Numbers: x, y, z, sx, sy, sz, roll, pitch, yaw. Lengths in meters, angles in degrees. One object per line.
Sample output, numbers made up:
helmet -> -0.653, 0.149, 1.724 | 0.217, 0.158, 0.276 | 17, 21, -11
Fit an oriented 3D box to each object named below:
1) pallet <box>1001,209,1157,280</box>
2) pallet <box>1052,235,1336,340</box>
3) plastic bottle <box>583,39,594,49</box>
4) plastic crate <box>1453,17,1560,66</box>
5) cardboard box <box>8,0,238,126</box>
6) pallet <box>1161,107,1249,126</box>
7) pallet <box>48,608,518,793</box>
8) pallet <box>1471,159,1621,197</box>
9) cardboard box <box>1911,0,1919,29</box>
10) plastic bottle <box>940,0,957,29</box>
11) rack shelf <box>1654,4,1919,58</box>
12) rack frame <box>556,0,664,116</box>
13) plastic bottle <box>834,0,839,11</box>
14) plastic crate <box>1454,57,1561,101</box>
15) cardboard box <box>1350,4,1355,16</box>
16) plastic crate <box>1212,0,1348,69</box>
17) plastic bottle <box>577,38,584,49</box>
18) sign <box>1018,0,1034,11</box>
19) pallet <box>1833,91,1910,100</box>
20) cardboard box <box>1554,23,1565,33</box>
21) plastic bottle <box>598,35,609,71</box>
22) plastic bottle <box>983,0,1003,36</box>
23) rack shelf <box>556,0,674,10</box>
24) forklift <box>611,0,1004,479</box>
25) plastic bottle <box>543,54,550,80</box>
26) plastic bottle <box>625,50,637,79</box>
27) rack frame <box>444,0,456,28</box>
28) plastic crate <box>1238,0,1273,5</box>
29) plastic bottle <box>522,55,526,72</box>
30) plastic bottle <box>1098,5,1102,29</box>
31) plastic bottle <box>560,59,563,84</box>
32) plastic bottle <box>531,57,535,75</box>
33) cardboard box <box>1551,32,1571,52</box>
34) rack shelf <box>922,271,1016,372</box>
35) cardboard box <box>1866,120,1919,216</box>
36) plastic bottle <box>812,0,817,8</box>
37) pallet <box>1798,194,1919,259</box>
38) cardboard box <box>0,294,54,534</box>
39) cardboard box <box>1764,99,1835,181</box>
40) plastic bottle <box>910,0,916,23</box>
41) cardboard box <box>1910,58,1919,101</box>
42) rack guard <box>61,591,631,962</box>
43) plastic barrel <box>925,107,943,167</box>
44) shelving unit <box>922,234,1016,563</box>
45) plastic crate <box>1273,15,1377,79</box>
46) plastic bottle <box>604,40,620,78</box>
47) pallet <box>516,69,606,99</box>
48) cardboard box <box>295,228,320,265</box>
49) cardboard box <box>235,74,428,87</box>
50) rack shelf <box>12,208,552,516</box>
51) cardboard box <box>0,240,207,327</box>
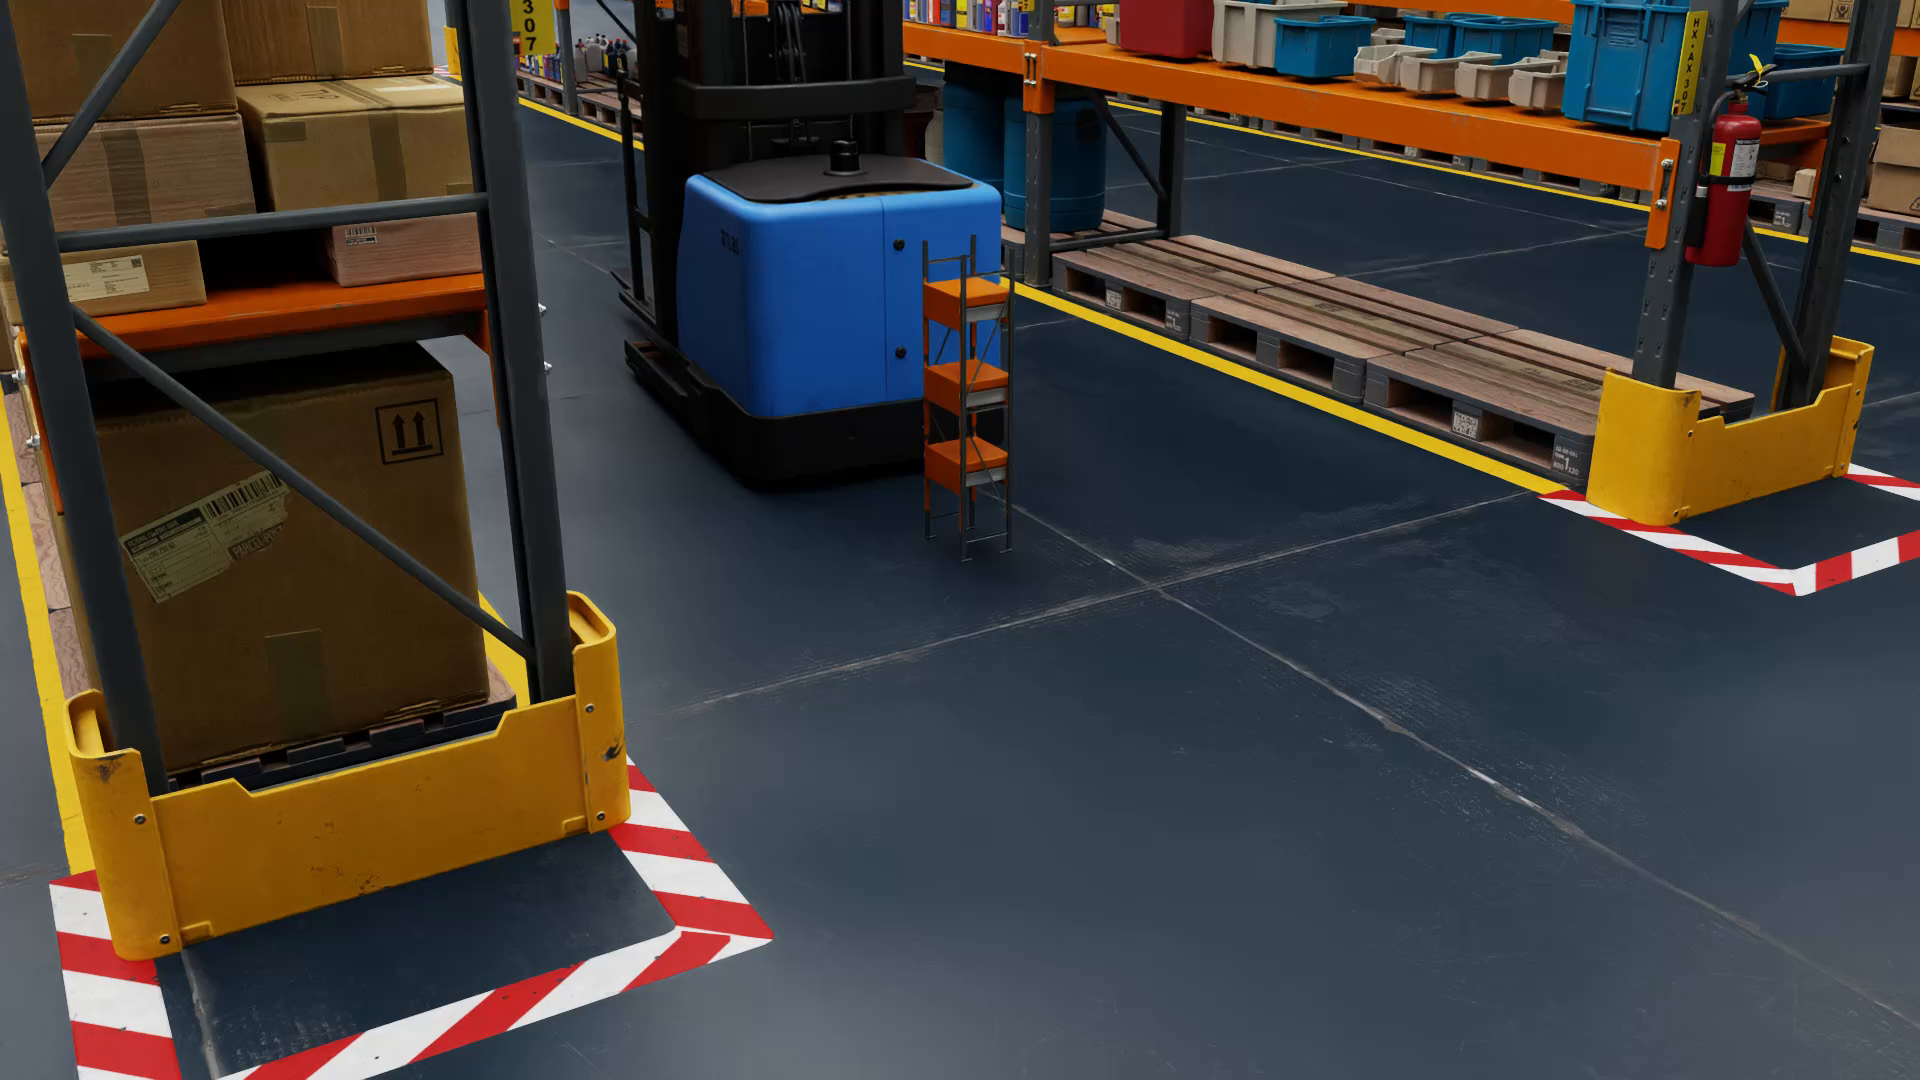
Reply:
pallet -> 0.461, -1.862, 10.112 | 1.003, 0.211, 1.213 | -13, 25, -28
pallet -> 1.228, -1.374, 8.911 | 1.003, 0.211, 1.213 | -13, 25, -28
plastic bottle -> -3.890, -5.126, 17.471 | 0.152, 0.276, 0.135 | -12, 25, -28
plastic crate -> 2.347, -2.121, 7.189 | 0.416, 0.233, 0.300 | -13, 25, -28
cardboard box -> -1.870, -1.171, 3.518 | 0.500, 0.500, 0.500 | -12, 25, -28
pallet -> 2.649, -4.125, 15.679 | 1.003, 0.211, 1.213 | -13, 25, -28
pallet -> -1.871, 0.399, 4.548 | 1.003, 0.211, 1.213 | -13, 25, -28
pallet -> 4.632, -2.812, 12.449 | 1.003, 0.211, 1.213 | -13, 25, -28
cardboard box -> 5.885, -3.185, 9.530 | 0.500, 0.500, 0.500 | -13, 25, -29
plastic bottle -> -0.026, -3.168, 9.687 | 0.144, 0.351, 0.185 | -13, 25, -28
rack shelf -> 6.101, -2.867, 9.837 | 1.077, 0.370, 4.000 | -13, 25, -28
rack frame -> -3.267, -5.486, 15.324 | 1.000, 3.000, 0.127 | -13, 25, -28
plastic bottle -> -0.773, -3.587, 10.824 | 0.097, 0.271, 0.097 | 0, 22, 0
plastic crate -> 2.155, -1.833, 6.607 | 0.396, 0.136, 0.243 | -13, 25, -28
cardboard box -> 4.685, -6.765, 21.208 | 0.500, 0.500, 0.500 | -15, 26, -32
plastic crate -> 1.441, -2.339, 7.661 | 0.437, 0.282, 0.530 | -13, 25, -28
plastic bottle -> -3.981, -5.108, 17.419 | 0.061, 0.283, 0.133 | -13, 25, -28
sign -> 0.346, -2.919, 8.642 | 0.100, 0.325, 0.005 | -13, 25, -28
pallet -> 8.250, -4.141, 15.718 | 1.003, 0.211, 1.213 | -13, 25, -28
cardboard box -> 6.717, -5.554, 18.229 | 0.700, 0.500, 0.500 | -13, 25, -28
plastic bottle -> -3.636, -5.002, 17.068 | 0.144, 0.351, 0.185 | -13, 25, -29
plastic bottle -> 0.183, -2.974, 9.299 | 0.061, 0.283, 0.133 | -13, 25, -28
rack shelf -> -2.245, -4.505, 13.867 | 1.077, 0.370, 4.000 | -13, 25, -28
forklift -> -0.895, -2.103, 7.093 | 1.130, 2.935, 3.031 | -10, 24, -22
plastic bottle -> -4.061, -4.691, 16.392 | 0.061, 0.283, 0.133 | -11, 24, -25
plastic bottle -> -3.242, -4.715, 16.460 | 0.152, 0.276, 0.135 | -12, 25, -26
rack frame -> -5.310, -6.781, 18.510 | 1.000, 3.000, 0.127 | -13, 25, -28
plastic crate -> 1.351, -2.831, 8.734 | 0.392, 0.384, 0.575 | -13, 25, -28
plastic bottle -> -4.426, -4.930, 16.997 | 0.097, 0.271, 0.097 | 0, 22, 0
plastic bottle -> 0.856, -3.082, 9.674 | 0.097, 0.201, 0.097 | 0, 22, 0
plastic bottle -> -3.796, -4.524, 15.980 | 0.061, 0.283, 0.133 | -11, 25, -26
plastic bottle -> -4.270, -4.799, 16.767 | 0.097, 0.201, 0.097 | 0, 22, 0
cardboard box -> 4.531, -3.768, 12.838 | 0.500, 0.250, 0.500 | -13, 25, -28
rack shelf -> 0.027, -0.722, 5.468 | 0.215, 0.259, 0.240 | -13, 25, -28
cardboard box -> 6.044, -2.288, 10.188 | 0.797, 0.503, 0.637 | -13, 25, -28
plastic bottle -> -0.940, -3.661, 11.099 | 0.097, 0.201, 0.097 | 0, 22, 0
pallet -> 6.057, -1.938, 10.299 | 1.003, 0.211, 1.213 | -13, 25, -28
cardboard box -> -2.710, -0.633, 5.650 | 0.875, 0.875, 0.875 | -13, 25, -28
cardboard box -> 5.615, -2.764, 11.362 | 0.500, 0.500, 0.500 | -13, 25, -28
plastic bottle -> -0.256, -3.227, 10.031 | 0.097, 0.201, 0.097 | 0, 22, 0
cardboard box -> 8.893, -4.186, 14.423 | 0.750, 0.750, 0.750 | -12, 25, -28
rack guard -> -1.383, 0.517, 3.875 | 1.175, 0.500, 0.348 | -13, 25, -28
plastic barrel -> -0.017, -2.547, 10.840 | 0.421, 0.512, 0.421 | 0, 22, 0
shelving unit -> 0.027, -0.469, 5.571 | 0.215, 1.050, 0.252 | -13, 25, -28
plastic crate -> 1.593, -2.167, 7.302 | 0.416, 0.233, 0.300 | -13, 25, -28
plastic bottle -> -3.447, -4.776, 16.511 | 0.144, 0.351, 0.185 | -13, 25, -28
pallet -> -4.202, -4.815, 17.377 | 1.003, 0.211, 1.213 | -13, 25, -28
cardboard box -> -1.425, -0.793, 4.113 | 0.380, 0.149, 0.250 | -13, 25, -29
cardboard box -> -1.680, -1.091, 4.317 | 0.500, 0.250, 0.500 | -13, 25, -29
rack shelf -> -2.417, -0.963, 5.152 | 1.077, 0.370, 4.000 | -13, 25, -28
cardboard box -> -1.860, -0.584, 3.599 | 0.380, 0.149, 0.250 | -12, 25, -27
